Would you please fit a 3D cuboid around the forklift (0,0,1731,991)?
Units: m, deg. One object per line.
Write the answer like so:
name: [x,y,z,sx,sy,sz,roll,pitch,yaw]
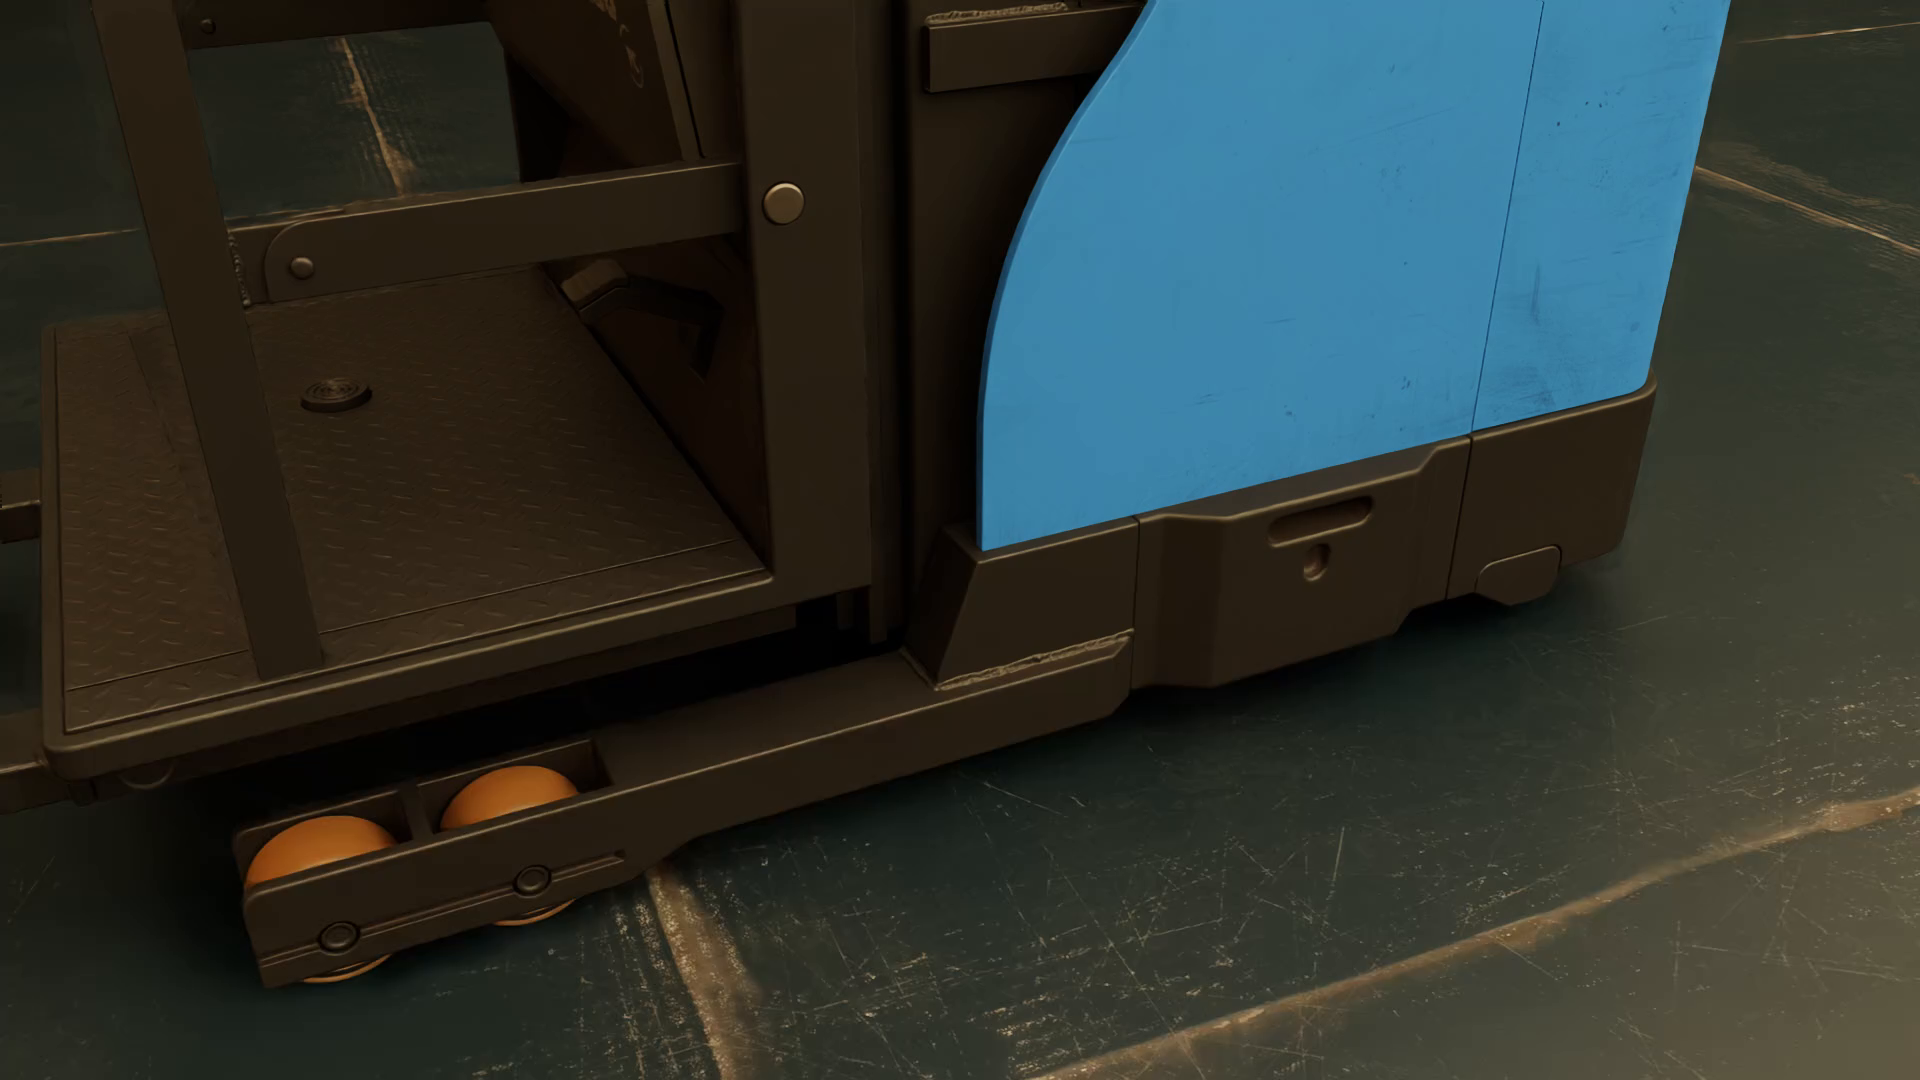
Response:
forklift: [-0.606,-1.120,1.505,3.031,2.935,1.130,-13,32,-22]
